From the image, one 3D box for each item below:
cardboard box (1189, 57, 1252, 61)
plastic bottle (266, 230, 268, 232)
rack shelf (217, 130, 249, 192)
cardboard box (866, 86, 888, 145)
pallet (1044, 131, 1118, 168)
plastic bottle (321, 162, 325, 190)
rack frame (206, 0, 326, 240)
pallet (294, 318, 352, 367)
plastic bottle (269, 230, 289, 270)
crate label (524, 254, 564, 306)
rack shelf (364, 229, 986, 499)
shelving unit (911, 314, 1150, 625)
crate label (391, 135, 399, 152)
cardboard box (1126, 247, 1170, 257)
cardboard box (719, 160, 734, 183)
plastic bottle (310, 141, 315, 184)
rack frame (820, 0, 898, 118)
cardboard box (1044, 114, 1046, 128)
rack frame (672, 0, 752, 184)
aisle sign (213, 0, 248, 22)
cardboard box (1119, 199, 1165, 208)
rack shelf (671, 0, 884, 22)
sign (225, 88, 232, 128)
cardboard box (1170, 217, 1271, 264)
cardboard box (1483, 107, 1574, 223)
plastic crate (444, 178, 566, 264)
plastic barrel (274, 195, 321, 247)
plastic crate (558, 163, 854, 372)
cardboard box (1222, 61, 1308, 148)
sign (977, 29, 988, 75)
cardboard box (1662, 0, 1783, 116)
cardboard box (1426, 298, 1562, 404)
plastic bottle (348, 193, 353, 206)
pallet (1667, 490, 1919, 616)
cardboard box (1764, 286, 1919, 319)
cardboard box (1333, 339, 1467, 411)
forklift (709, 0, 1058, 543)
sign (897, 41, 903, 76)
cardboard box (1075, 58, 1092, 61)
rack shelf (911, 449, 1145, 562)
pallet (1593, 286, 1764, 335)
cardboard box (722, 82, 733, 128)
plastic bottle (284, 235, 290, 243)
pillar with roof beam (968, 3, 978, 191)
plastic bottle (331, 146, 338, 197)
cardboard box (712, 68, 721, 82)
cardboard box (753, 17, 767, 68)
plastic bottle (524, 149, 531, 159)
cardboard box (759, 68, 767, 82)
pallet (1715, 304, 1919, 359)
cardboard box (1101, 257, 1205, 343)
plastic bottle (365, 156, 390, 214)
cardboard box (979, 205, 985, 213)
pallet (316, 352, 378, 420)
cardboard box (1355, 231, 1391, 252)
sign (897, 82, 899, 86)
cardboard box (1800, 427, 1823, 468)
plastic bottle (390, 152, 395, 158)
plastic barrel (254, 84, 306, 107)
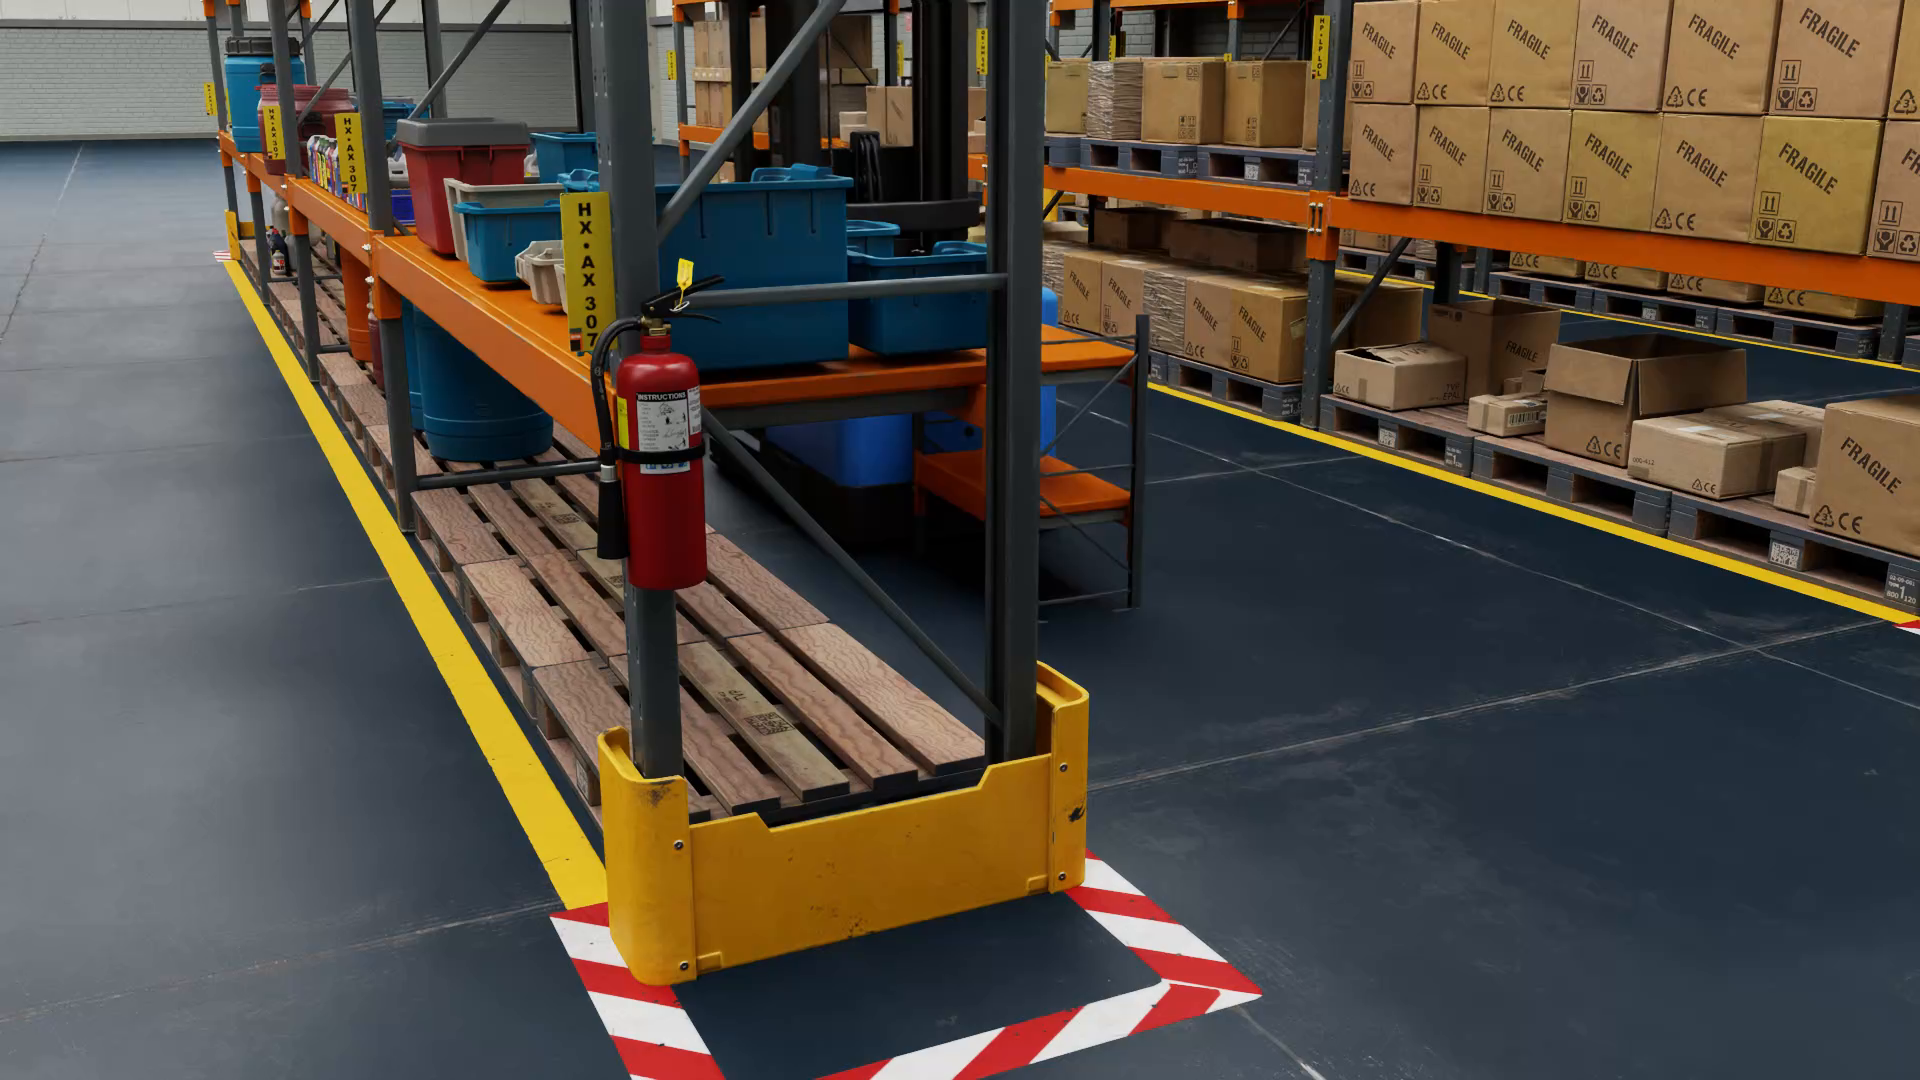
[{"bbox_3d":[2.881,-5.098,18.454,0.500,0.500,0.500,-8,18,-25],"label":"cardboard box"},{"bbox_3d":[-6.495,-2.768,15.606,0.097,0.271,0.097,0,16,0],"label":"plastic bottle"},{"bbox_3d":[-6.416,-3.673,15.917,1.077,0.370,4.000,-8,18,-25],"label":"rack shelf"},{"bbox_3d":[-0.532,-3.846,15.032,0.500,0.500,0.500,-6,17,-21],"label":"cardboard box"},{"bbox_3d":[1.027,-2.877,12.186,1.213,0.211,1.003,-8,18,-25],"label":"pallet"},{"bbox_3d":[-3.601,-2.109,9.524,0.097,0.201,0.097,0,16,0],"label":"plastic bottle"},{"bbox_3d":[-7.292,-4.515,17.545,1.000,3.000,0.127,-8,18,-25],"label":"rack frame"},{"bbox_3d":[-4.092,-1.388,11.703,1.003,0.211,1.213,-8,18,-25],"label":"pallet"},{"bbox_3d":[-6.081,-2.586,14.829,0.144,0.351,0.185,-8,18,-26],"label":"plastic bottle"},{"bbox_3d":[-1.060,-0.770,4.864,0.396,0.136,0.243,-8,18,-25],"label":"crate label"},{"bbox_3d":[-1.159,-0.698,5.548,1.077,0.370,4.000,-8,18,-25],"label":"rack shelf"},{"bbox_3d":[0.245,-0.377,6.527,0.538,1.125,1.048,-7,17,-23],"label":"shelving unit"},{"bbox_3d":[-3.635,-2.600,11.178,0.303,0.233,0.416,-8,18,-25],"label":"crate label"},{"bbox_3d":[1.514,-1.807,11.843,0.500,0.500,0.500,-8,18,-27],"label":"cardboard box"},{"bbox_3d":[-2.351,-3.947,18.431,0.500,0.500,0.500,-8,18,-25],"label":"cardboard box"},{"bbox_3d":[-3.862,-2.291,10.029,0.097,0.271,0.097,0,16,0],"label":"plastic bottle"},{"bbox_3d":[-1.085,-4.121,16.172,1.000,3.000,0.127,-8,18,-25],"label":"rack frame"},{"bbox_3d":[0.547,-3.181,13.061,0.500,0.311,0.500,-6,17,-21],"label":"cardboard box"},{"bbox_3d":[-2.837,-5.112,19.628,1.000,3.000,0.127,-8,18,-25],"label":"rack frame"},{"bbox_3d":[-7.587,-5.747,17.126,0.394,0.787,0.004,-8,18,-25],"label":"aisle sign"},{"bbox_3d":[2.362,-4.210,20.218,0.700,0.500,0.500,-9,18,-28],"label":"cardboard box"},{"bbox_3d":[-1.961,-5.713,17.585,1.077,0.370,4.000,-8,18,-25],"label":"rack shelf"},{"bbox_3d":[-6.039,-3.592,13.829,0.100,0.325,0.005,-8,18,-25],"label":"sign"},{"bbox_3d":[1.768,-2.029,11.258,0.500,0.250,0.500,-8,18,-26],"label":"cardboard box"},{"bbox_3d":[2.842,-1.775,7.816,0.500,0.500,0.500,-8,18,-25],"label":"cardboard box"},{"bbox_3d":[-1.531,-1.110,5.788,0.437,0.282,0.530,-8,18,-25],"label":"plastic crate"},{"bbox_3d":[-6.715,-3.243,16.861,0.421,0.512,0.421,0,16,0],"label":"plastic barrel"},{"bbox_3d":[-0.597,-0.654,3.918,0.616,0.435,0.499,-8,18,-25],"label":"plastic crate"},{"bbox_3d":[2.055,-2.694,10.259,0.700,0.500,0.500,-5,17,-16],"label":"cardboard box"},{"bbox_3d":[0.170,-3.617,12.319,0.100,0.325,0.005,-8,18,-25],"label":"sign"},{"bbox_3d":[3.276,-2.004,6.802,0.500,0.500,0.500,-7,17,-23],"label":"cardboard box"},{"bbox_3d":[2.924,-1.040,9.171,0.500,0.500,0.500,-8,18,-25],"label":"cardboard box"},{"bbox_3d":[-3.039,-1.845,8.466,0.152,0.276,0.135,-8,18,-25],"label":"plastic bottle"},{"bbox_3d":[3.789,-0.021,6.942,1.003,0.211,1.213,-8,18,-25],"label":"pallet"},{"bbox_3d":[6.469,-2.051,12.094,0.750,0.750,0.750,-7,18,-24],"label":"cardboard box"},{"bbox_3d":[2.409,-0.926,9.116,0.500,0.311,0.500,-8,18,-25],"label":"cardboard box"},{"bbox_3d":[-0.629,-1.758,8.064,1.130,2.935,3.031,-7,17,-23],"label":"forklift"},{"bbox_3d":[-0.602,-4.707,16.260,0.100,0.325,0.005,-8,18,-25],"label":"sign"},{"bbox_3d":[1.760,-5.732,20.661,0.500,0.500,0.500,-8,18,-25],"label":"cardboard box"},{"bbox_3d":[0.245,-0.142,6.594,0.538,0.278,1.000,-7,17,-23],"label":"rack shelf"},{"bbox_3d":[5.927,-1.881,13.424,1.003,0.211,1.213,-8,18,-25],"label":"pallet"},{"bbox_3d":[-2.198,-4.790,18.322,0.700,0.500,0.500,-8,18,-25],"label":"cardboard box"},{"bbox_3d":[-6.043,-2.622,15.089,0.152,0.276,0.135,-8,18,-25],"label":"plastic bottle"},{"bbox_3d":[-3.800,-9.494,24.021,9.100,9.000,0.400,-8,18,-25],"label":"pillar with roof beam"},{"bbox_3d":[-3.356,-2.005,9.031,0.097,0.271,0.097,0,16,0],"label":"plastic bottle"},{"bbox_3d":[-2.524,-5.159,18.433,0.380,0.149,0.250,-8,18,-26],"label":"cardboard box"},{"bbox_3d":[-1.726,-5.151,17.229,0.700,0.500,0.500,-8,18,-25],"label":"cardboard box"},{"bbox_3d":[-2.201,-1.846,8.457,0.061,0.283,0.133,-8,18,-25],"label":"plastic bottle"},{"bbox_3d":[-1.841,-4.775,17.093,0.380,0.149,0.250,-8,18,-25],"label":"cardboard box"},{"bbox_3d":[6.465,-1.578,12.368,1.003,0.211,1.213,-8,18,-25],"label":"pallet"},{"bbox_3d":[1.293,-1.608,11.152,0.500,0.500,0.500,-8,18,-27],"label":"cardboard box"},{"bbox_3d":[-2.732,-1.704,7.840,0.144,0.351,0.185,-8,18,-25],"label":"plastic bottle"},{"bbox_3d":[0.017,-2.827,14.872,0.500,0.311,0.500,-8,18,-26],"label":"cardboard box"},{"bbox_3d":[-3.404,-1.000,10.354,1.003,0.211,1.213,-8,18,-25],"label":"pallet"},{"bbox_3d":[4.392,-3.172,16.600,0.700,0.500,0.500,-8,18,-25],"label":"cardboard box"},{"bbox_3d":[-1.128,-7.915,29.329,0.001,0.329,0.234,-8,18,-25],"label":"sign"},{"bbox_3d":[3.970,-0.328,7.143,0.500,0.250,0.500,-8,18,-25],"label":"cardboard box"},{"bbox_3d":[-2.834,-1.805,8.335,0.097,0.271,0.097,0,16,0],"label":"plastic bottle"},{"bbox_3d":[-5.317,-3.325,13.151,0.433,0.535,0.433,0,16,0],"label":"plastic barrel"}]
